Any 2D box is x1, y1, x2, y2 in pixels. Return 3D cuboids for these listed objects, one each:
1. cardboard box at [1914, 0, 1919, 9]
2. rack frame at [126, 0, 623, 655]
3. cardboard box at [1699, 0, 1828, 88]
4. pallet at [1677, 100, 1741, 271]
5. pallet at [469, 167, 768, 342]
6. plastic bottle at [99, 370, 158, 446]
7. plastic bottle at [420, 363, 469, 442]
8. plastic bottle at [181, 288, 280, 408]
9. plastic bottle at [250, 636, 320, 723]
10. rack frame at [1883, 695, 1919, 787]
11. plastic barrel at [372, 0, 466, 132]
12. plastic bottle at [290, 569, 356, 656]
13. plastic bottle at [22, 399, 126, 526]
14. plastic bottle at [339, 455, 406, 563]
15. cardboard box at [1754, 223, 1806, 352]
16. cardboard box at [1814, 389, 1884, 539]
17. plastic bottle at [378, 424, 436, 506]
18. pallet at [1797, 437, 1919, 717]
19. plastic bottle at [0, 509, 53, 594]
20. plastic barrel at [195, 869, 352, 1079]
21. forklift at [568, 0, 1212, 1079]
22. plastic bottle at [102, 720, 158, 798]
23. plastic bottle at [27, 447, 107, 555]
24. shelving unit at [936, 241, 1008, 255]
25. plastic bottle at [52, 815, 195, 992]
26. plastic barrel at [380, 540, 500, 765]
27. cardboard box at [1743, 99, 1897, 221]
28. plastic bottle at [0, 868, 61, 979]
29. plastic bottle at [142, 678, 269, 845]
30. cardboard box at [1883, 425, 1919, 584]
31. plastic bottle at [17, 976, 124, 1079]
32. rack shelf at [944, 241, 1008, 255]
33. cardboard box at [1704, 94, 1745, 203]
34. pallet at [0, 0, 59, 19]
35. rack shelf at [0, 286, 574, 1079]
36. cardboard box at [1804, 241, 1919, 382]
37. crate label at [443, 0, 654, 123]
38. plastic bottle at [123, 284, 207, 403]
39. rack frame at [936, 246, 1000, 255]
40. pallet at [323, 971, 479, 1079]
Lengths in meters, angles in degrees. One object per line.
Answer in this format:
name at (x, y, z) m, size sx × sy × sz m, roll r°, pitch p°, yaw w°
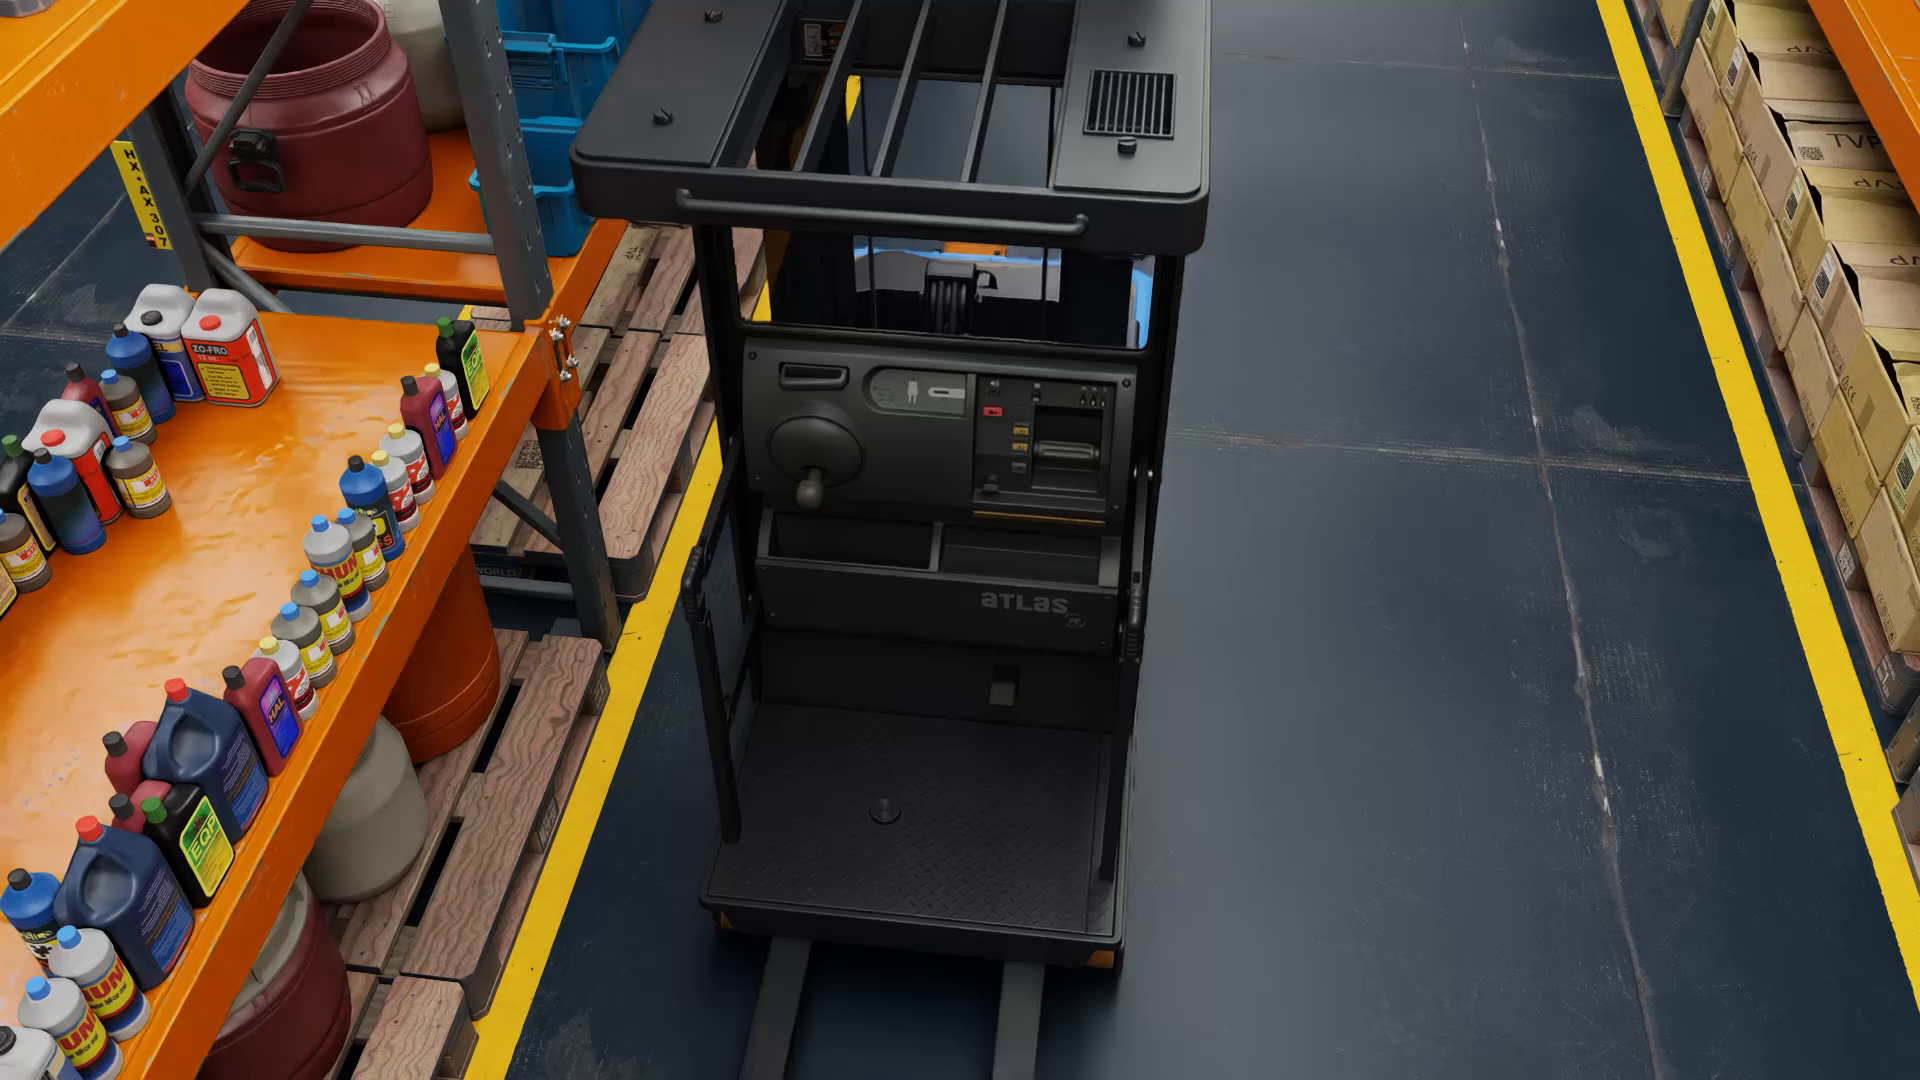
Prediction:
cardboard box at (3.576, -1.893, 5.495) m, size 0.500 × 0.500 × 0.500 m, roll 5°, pitch 44°, yaw 6°
rack frame at (-1.609, -0.806, 4.420) m, size 1.000 × 3.000 × 0.127 m, roll 5°, pitch 44°, yaw 6°
cardboard box at (3.528, -2.178, 7.155) m, size 0.500 × 0.311 × 0.500 m, roll 5°, pitch 44°, yaw 6°
pallet at (3.771, -1.561, 7.245) m, size 1.003 × 0.211 × 1.213 m, roll 5°, pitch 44°, yaw 6°
pallet at (-1.304, -1.147, 6.808) m, size 1.003 × 0.211 × 1.213 m, roll 5°, pitch 44°, yaw 6°
plastic bottle at (-2.042, -0.325, 4.057) m, size 0.097 × 0.201 × 0.097 m, roll 0°, pitch 43°, yaw 0°
plastic bottle at (-1.273, -0.342, 4.074) m, size 0.097 × 0.201 × 0.097 m, roll 0°, pitch 43°, yaw 0°
plastic bottle at (-1.836, -0.482, 4.167) m, size 0.152 × 0.276 × 0.135 m, roll 5°, pitch 44°, yaw 6°
plastic bottle at (-1.393, 0.279, 3.418) m, size 0.097 × 0.201 × 0.097 m, roll 0°, pitch 43°, yaw 0°
rack frame at (3.301, -0.353, 3.941) m, size 1.000 × 3.000 × 0.127 m, roll 5°, pitch 44°, yaw 6°
plastic barrel at (-1.685, -1.567, 5.142) m, size 0.421 × 0.512 × 0.421 m, roll 0°, pitch 43°, yaw 0°
plastic bottle at (-1.368, 0.147, 3.558) m, size 0.097 × 0.201 × 0.097 m, roll 0°, pitch 43°, yaw 0°
plastic bottle at (-2.048, -0.180, 3.849) m, size 0.152 × 0.276 × 0.135 m, roll 5°, pitch 44°, yaw 6°
plastic bottle at (-1.329, -0.078, 3.744) m, size 0.097 × 0.271 × 0.097 m, roll 0°, pitch 43°, yaw 0°
cardboard box at (3.328, -0.933, 6.248) m, size 0.500 × 0.250 × 0.500 m, roll 6°, pitch 44°, yaw 6°
cardboard box at (3.193, -0.240, 5.516) m, size 0.500 × 0.250 × 0.500 m, roll 5°, pitch 44°, yaw 5°
plastic bottle at (-1.303, -0.185, 3.908) m, size 0.097 × 0.201 × 0.097 m, roll 0°, pitch 43°, yaw 0°
pallet at (3.448, 0.102, 5.489) m, size 1.003 × 0.211 × 1.213 m, roll 5°, pitch 44°, yaw 6°
plastic bottle at (-2.108, 0.014, 3.698) m, size 0.097 × 0.201 × 0.097 m, roll 0°, pitch 43°, yaw 0°
plastic barrel at (-1.806, 1.022, 3.938) m, size 0.600 × 0.588 × 0.708 m, roll 5°, pitch 44°, yaw 6°
forklift at (-0.078, -0.162, 3.789) m, size 1.130 × 2.935 × 3.031 m, roll 5°, pitch 44°, yaw 5°
plastic bottle at (-1.558, 0.443, 3.186) m, size 0.061 × 0.283 × 0.133 m, roll 5°, pitch 44°, yaw 6°
plastic bottle at (-2.030, -0.096, 3.764) m, size 0.097 × 0.271 × 0.097 m, roll 0°, pitch 43°, yaw 0°
shelving unit at (0.039, -0.610, 5.631) m, size 0.215 × 1.050 × 0.252 m, roll 5°, pitch 44°, yaw 5°
plastic bottle at (-1.495, 0.627, 2.942) m, size 0.144 × 0.351 × 0.185 m, roll 5°, pitch 44°, yaw 6°
plastic barrel at (-1.657, 0.164, 4.668) m, size 0.600 × 0.830 × 0.708 m, roll 5°, pitch 44°, yaw 6°
cardboard box at (3.389, -1.484, 6.423) m, size 0.500 × 0.311 × 0.500 m, roll 4°, pitch 44°, yaw 4°
plastic bottle at (-1.620, 0.675, 2.950) m, size 0.097 × 0.271 × 0.097 m, roll 0°, pitch 43°, yaw 0°
plastic bottle at (-1.453, 0.410, 3.171) m, size 0.144 × 0.351 × 0.185 m, roll 5°, pitch 44°, yaw 6°
cardboard box at (3.126, -0.090, 4.950) m, size 0.500 × 0.311 × 0.500 m, roll 6°, pitch 44°, yaw 7°
plastic bottle at (-1.503, 0.820, 2.796) m, size 0.097 × 0.271 × 0.097 m, roll 0°, pitch 43°, yaw 0°
rack shelf at (0.039, -0.809, 5.443) m, size 0.215 × 0.259 × 0.240 m, roll 5°, pitch 44°, yaw 5°
cardboard box at (3.462, -1.633, 6.987) m, size 0.500 × 0.250 × 0.500 m, roll 6°, pitch 44°, yaw 7°
pallet at (-1.807, -1.314, 2.912) m, size 1.003 × 0.211 × 1.213 m, roll 5°, pitch 44°, yaw 6°
rack shelf at (-1.873, 0.818, 3.227) m, size 1.077 × 0.370 × 4.000 m, roll 5°, pitch 44°, yaw 6°
cardboard box at (3.257, -0.789, 5.688) m, size 0.500 × 0.311 × 0.500 m, roll 5°, pitch 44°, yaw 5°
crate label at (-1.209, -1.471, 5.097) m, size 0.502 × 0.435 × 0.616 m, roll 5°, pitch 44°, yaw 6°
plastic bottle at (-1.986, -0.495, 4.182) m, size 0.152 × 0.276 × 0.135 m, roll 5°, pitch 44°, yaw 6°
rack frame at (0.024, -0.527, 5.543) m, size 0.200 × 1.050 × 0.008 m, roll 5°, pitch 44°, yaw 5°
pallet at (-1.835, 1.577, 3.931) m, size 1.003 × 0.211 × 1.213 m, roll 5°, pitch 44°, yaw 6°
